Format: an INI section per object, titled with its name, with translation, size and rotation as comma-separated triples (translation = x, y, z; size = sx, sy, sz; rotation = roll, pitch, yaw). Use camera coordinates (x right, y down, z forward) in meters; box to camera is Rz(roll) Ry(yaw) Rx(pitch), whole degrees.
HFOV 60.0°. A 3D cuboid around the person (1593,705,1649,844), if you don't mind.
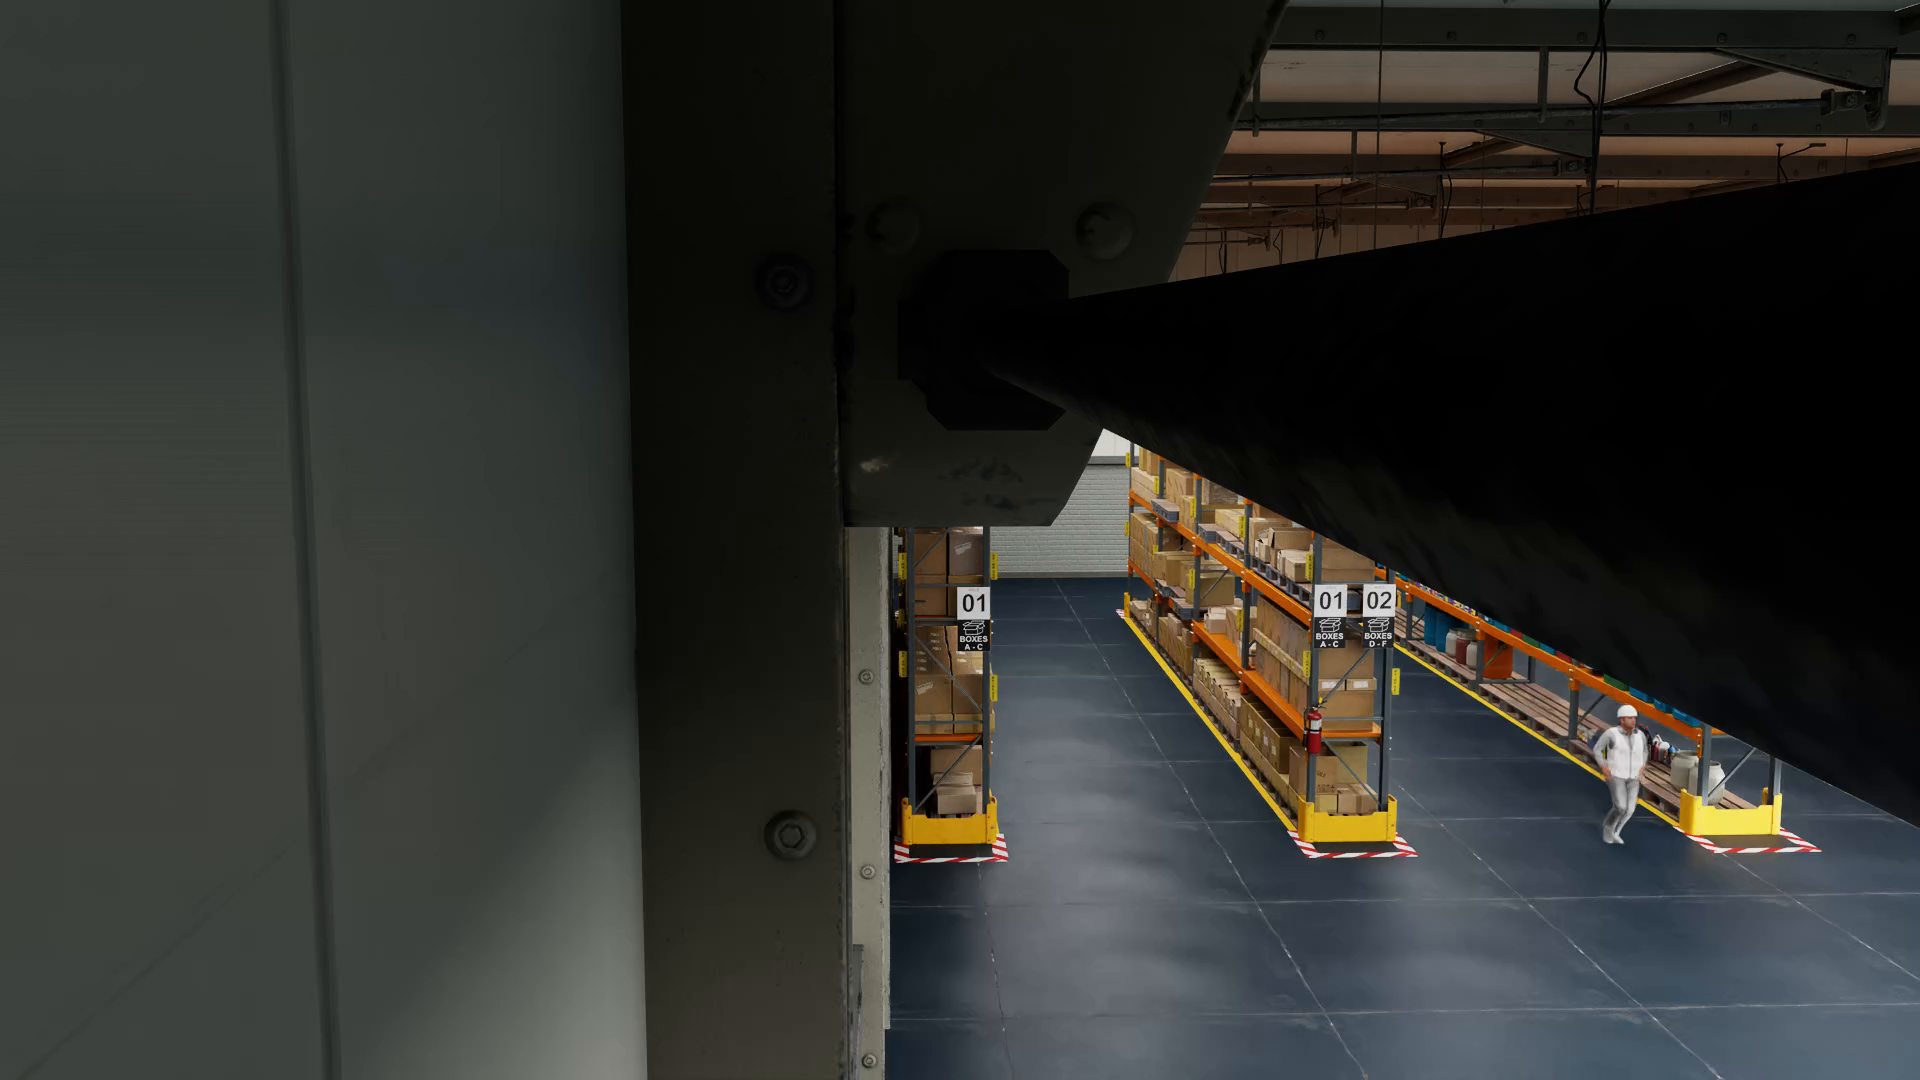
[person]
translation = 8.152, 2.899, 20.373
size = 0.651, 1.753, 0.515
rotation = -1, 7, -5
